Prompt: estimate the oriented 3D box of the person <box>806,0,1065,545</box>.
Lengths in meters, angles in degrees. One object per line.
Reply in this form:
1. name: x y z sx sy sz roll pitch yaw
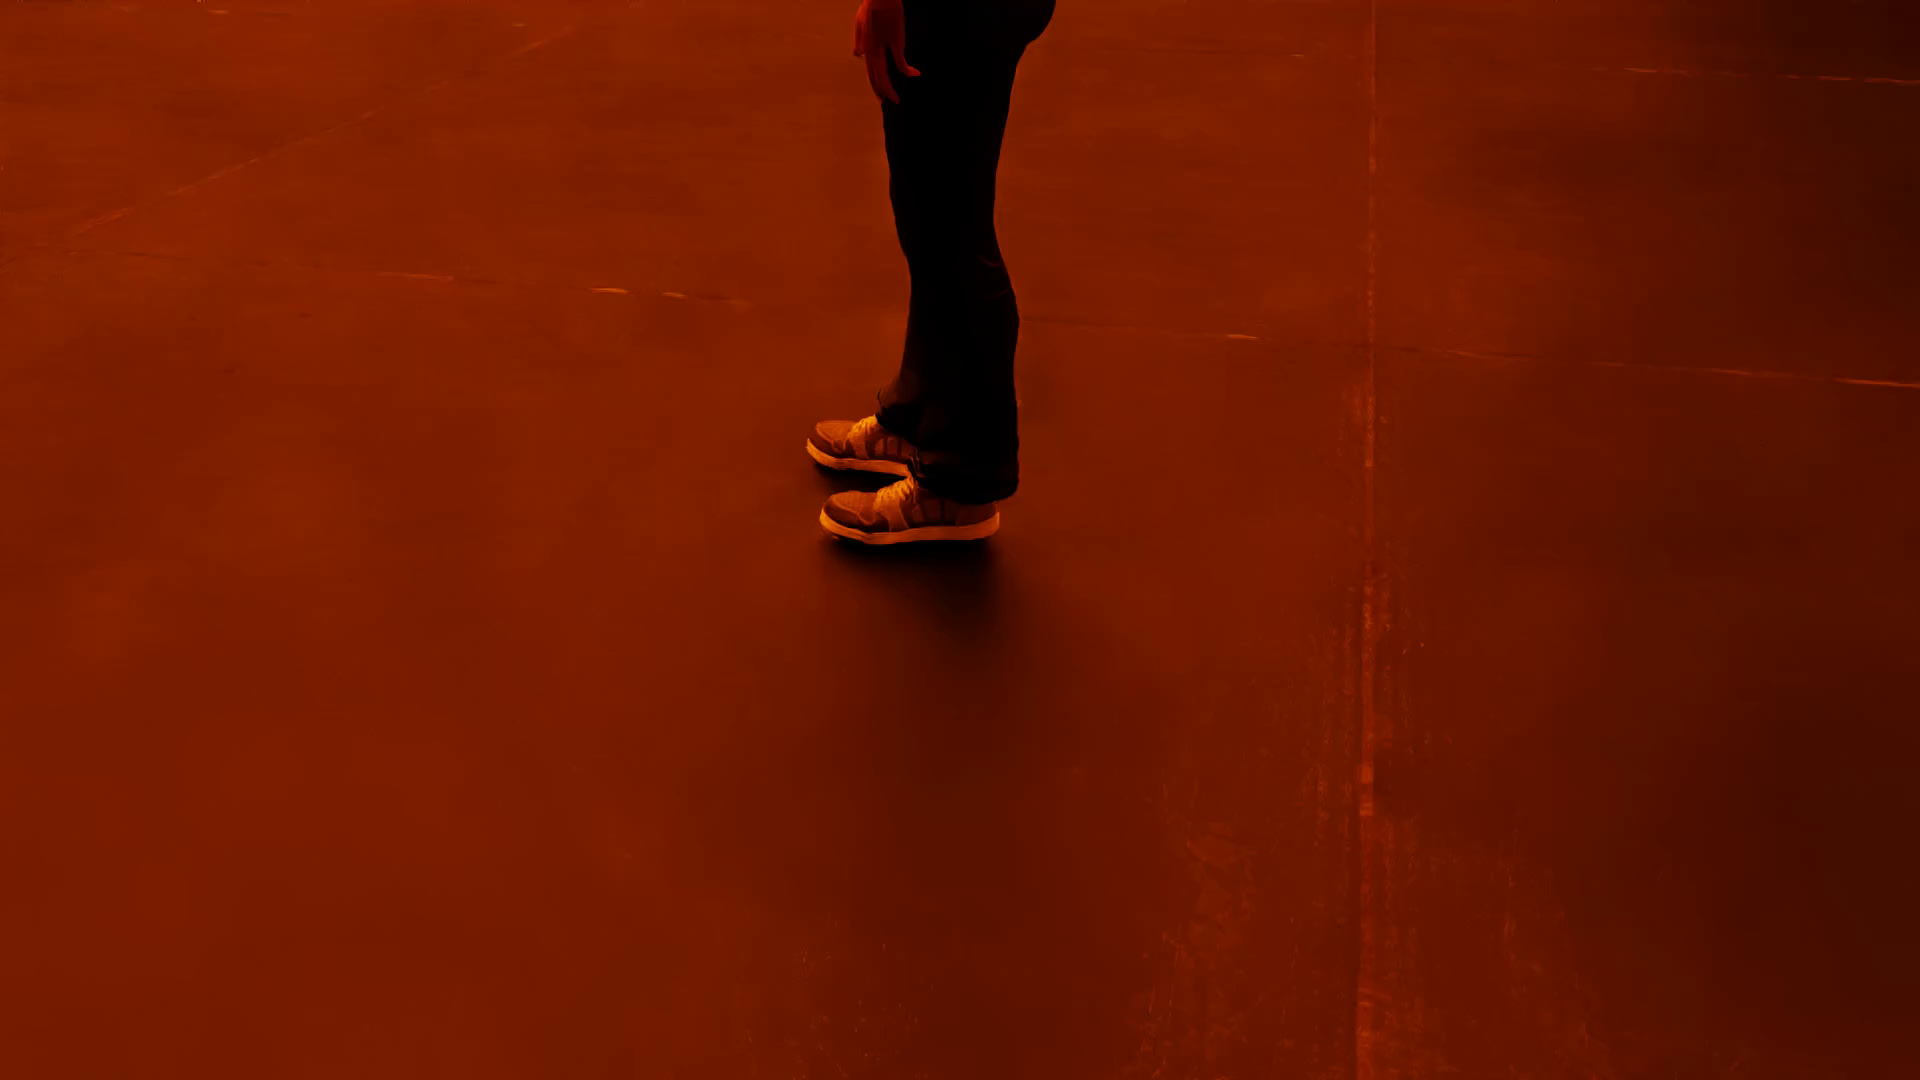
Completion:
1. person: -0.069 -0.731 2.164 0.474 1.594 0.520 6 27 11
